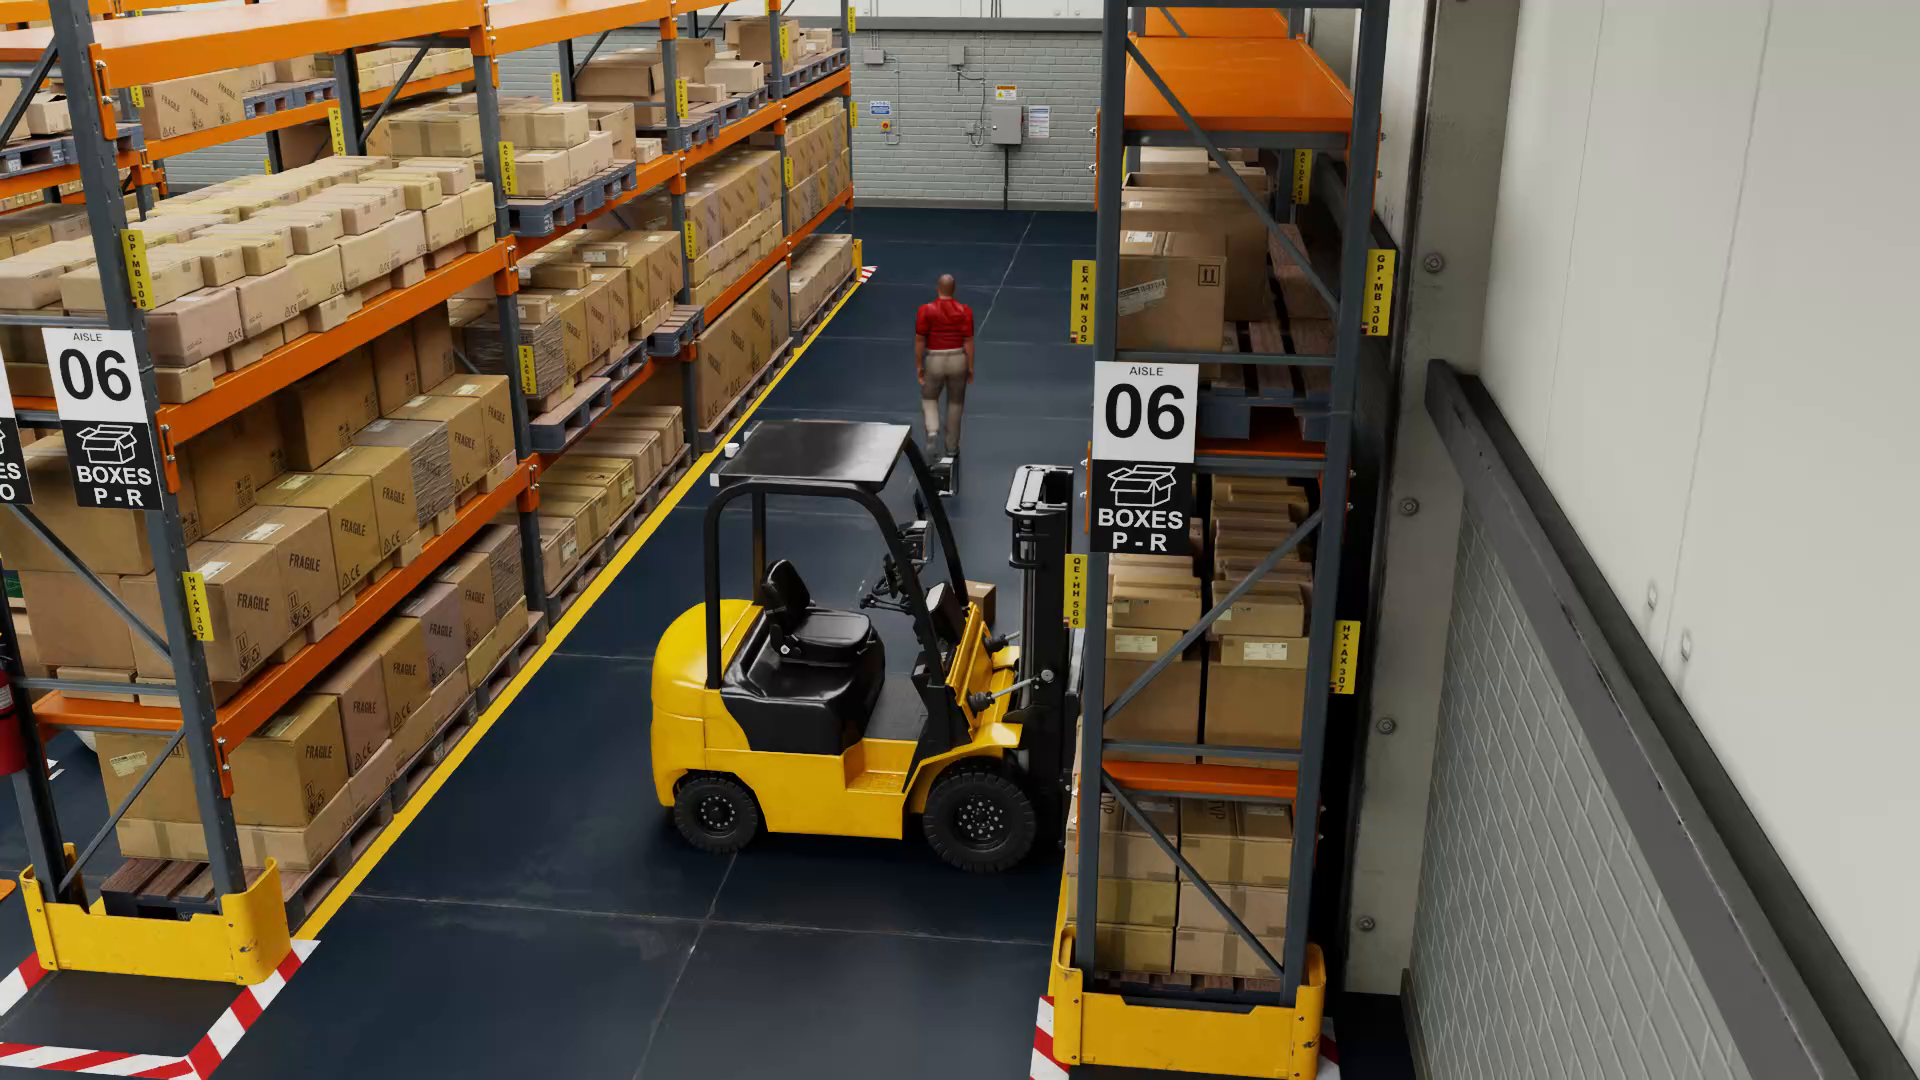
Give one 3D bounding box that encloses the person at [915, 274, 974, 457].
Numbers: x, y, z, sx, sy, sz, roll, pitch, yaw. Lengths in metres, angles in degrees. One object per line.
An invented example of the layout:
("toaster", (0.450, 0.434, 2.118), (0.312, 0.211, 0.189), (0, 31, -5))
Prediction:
("person", (-0.140, -1.576, 15.157), (0.542, 1.712, 0.592), (0, 21, 0))
